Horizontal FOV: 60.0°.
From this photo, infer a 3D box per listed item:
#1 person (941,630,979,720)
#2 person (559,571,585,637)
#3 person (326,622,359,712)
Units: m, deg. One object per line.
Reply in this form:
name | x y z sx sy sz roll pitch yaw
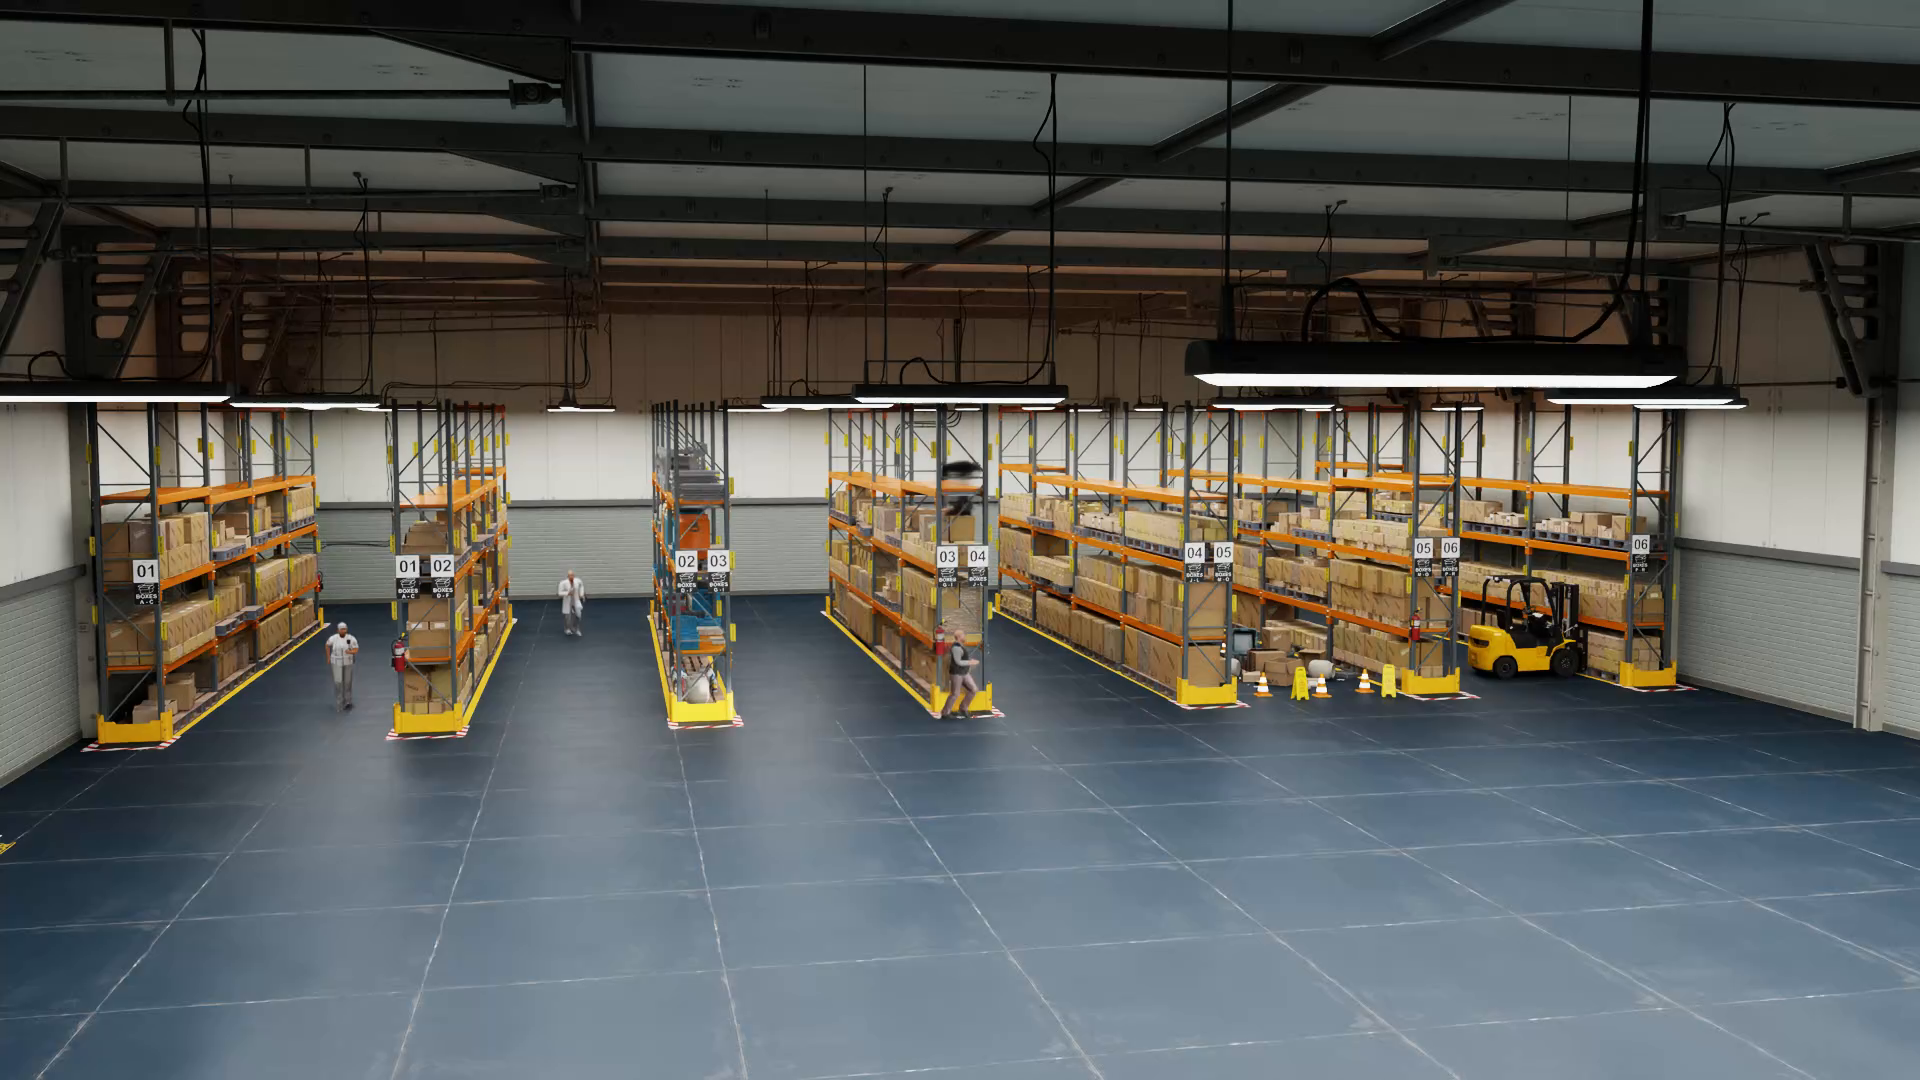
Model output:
person | -0.007 2.533 31.039 0.735 1.732 0.602 1 4 17
person | -10.025 1.639 42.920 0.714 1.728 1.030 -2 5 -24
person | -12.007 2.456 32.358 0.593 1.725 0.839 -2 5 -23
